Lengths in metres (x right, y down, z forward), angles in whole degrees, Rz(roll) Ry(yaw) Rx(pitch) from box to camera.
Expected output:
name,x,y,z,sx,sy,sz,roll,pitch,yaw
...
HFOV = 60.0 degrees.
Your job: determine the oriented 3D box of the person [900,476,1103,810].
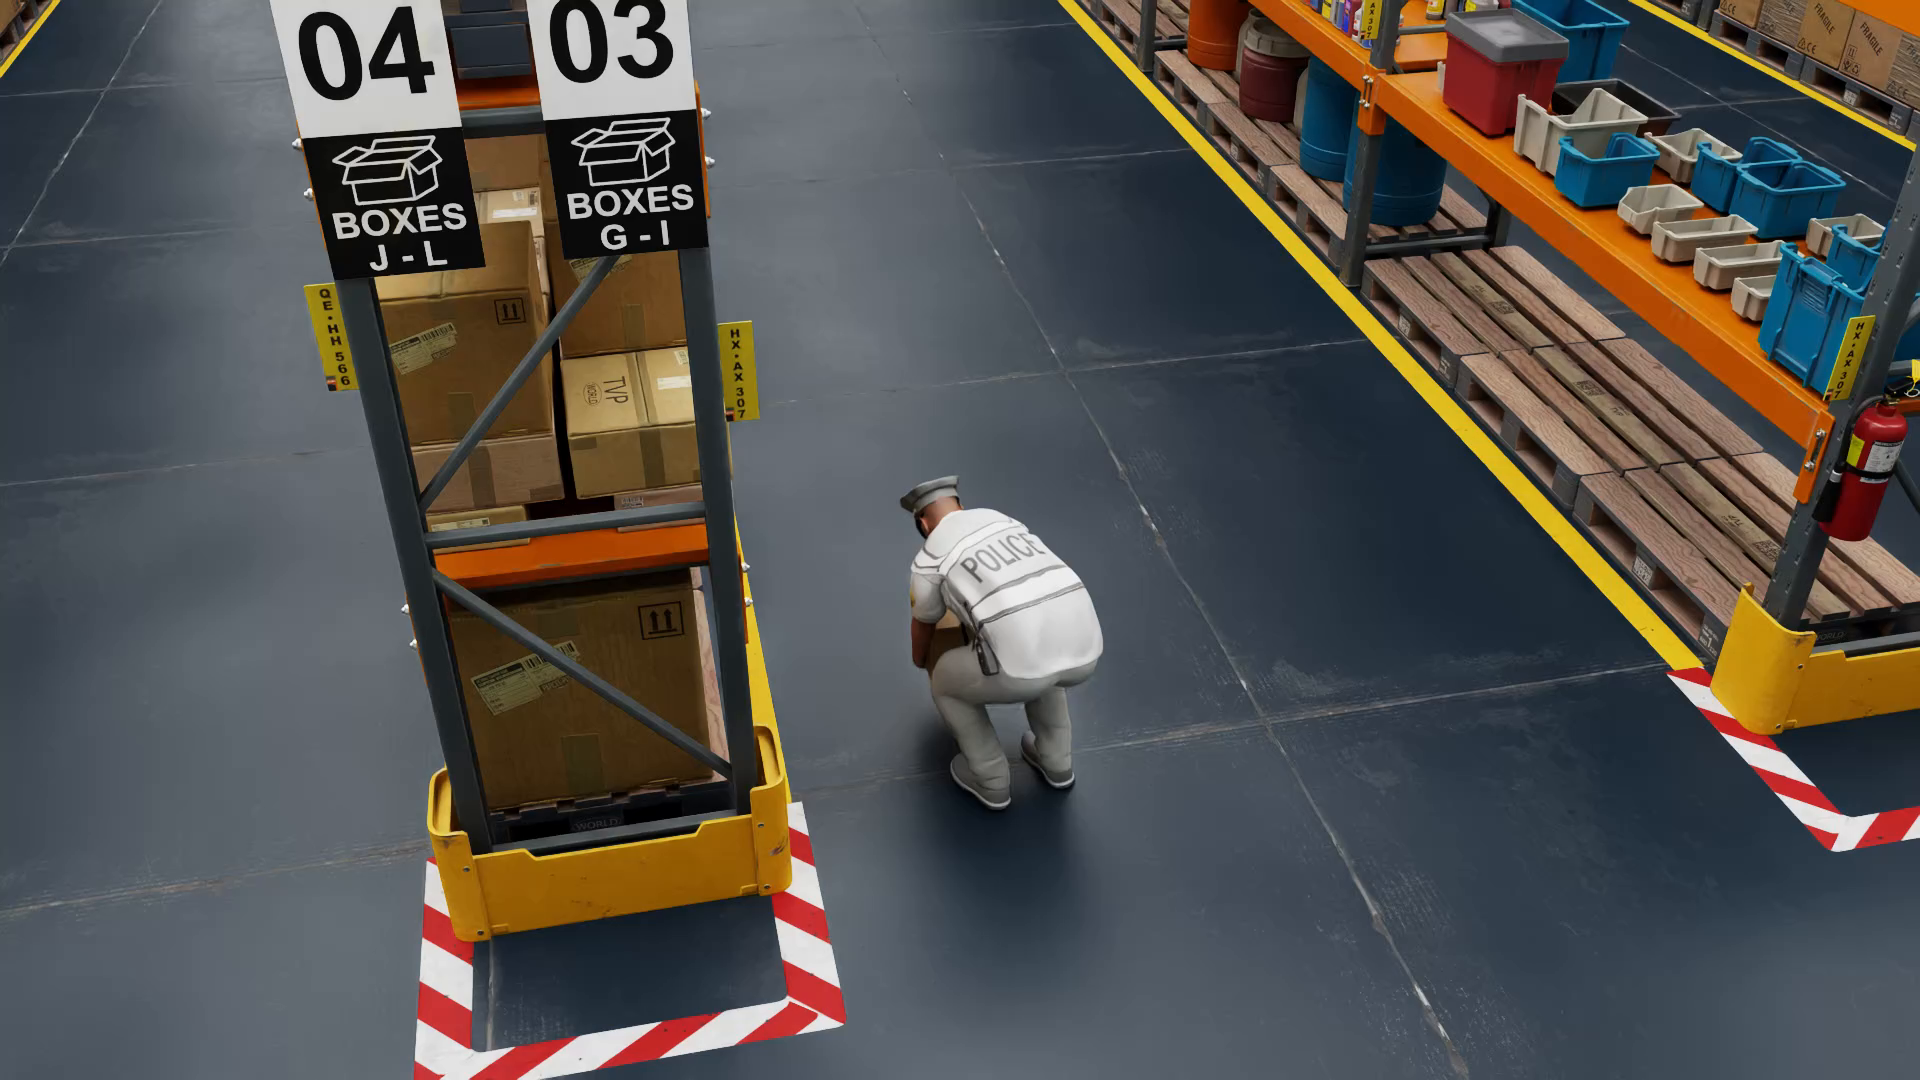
name,x,y,z,sx,sy,sz,roll,pitch,yaw
person,0.111,0.379,6.204,0.540,1.051,1.032,-18,38,-25
